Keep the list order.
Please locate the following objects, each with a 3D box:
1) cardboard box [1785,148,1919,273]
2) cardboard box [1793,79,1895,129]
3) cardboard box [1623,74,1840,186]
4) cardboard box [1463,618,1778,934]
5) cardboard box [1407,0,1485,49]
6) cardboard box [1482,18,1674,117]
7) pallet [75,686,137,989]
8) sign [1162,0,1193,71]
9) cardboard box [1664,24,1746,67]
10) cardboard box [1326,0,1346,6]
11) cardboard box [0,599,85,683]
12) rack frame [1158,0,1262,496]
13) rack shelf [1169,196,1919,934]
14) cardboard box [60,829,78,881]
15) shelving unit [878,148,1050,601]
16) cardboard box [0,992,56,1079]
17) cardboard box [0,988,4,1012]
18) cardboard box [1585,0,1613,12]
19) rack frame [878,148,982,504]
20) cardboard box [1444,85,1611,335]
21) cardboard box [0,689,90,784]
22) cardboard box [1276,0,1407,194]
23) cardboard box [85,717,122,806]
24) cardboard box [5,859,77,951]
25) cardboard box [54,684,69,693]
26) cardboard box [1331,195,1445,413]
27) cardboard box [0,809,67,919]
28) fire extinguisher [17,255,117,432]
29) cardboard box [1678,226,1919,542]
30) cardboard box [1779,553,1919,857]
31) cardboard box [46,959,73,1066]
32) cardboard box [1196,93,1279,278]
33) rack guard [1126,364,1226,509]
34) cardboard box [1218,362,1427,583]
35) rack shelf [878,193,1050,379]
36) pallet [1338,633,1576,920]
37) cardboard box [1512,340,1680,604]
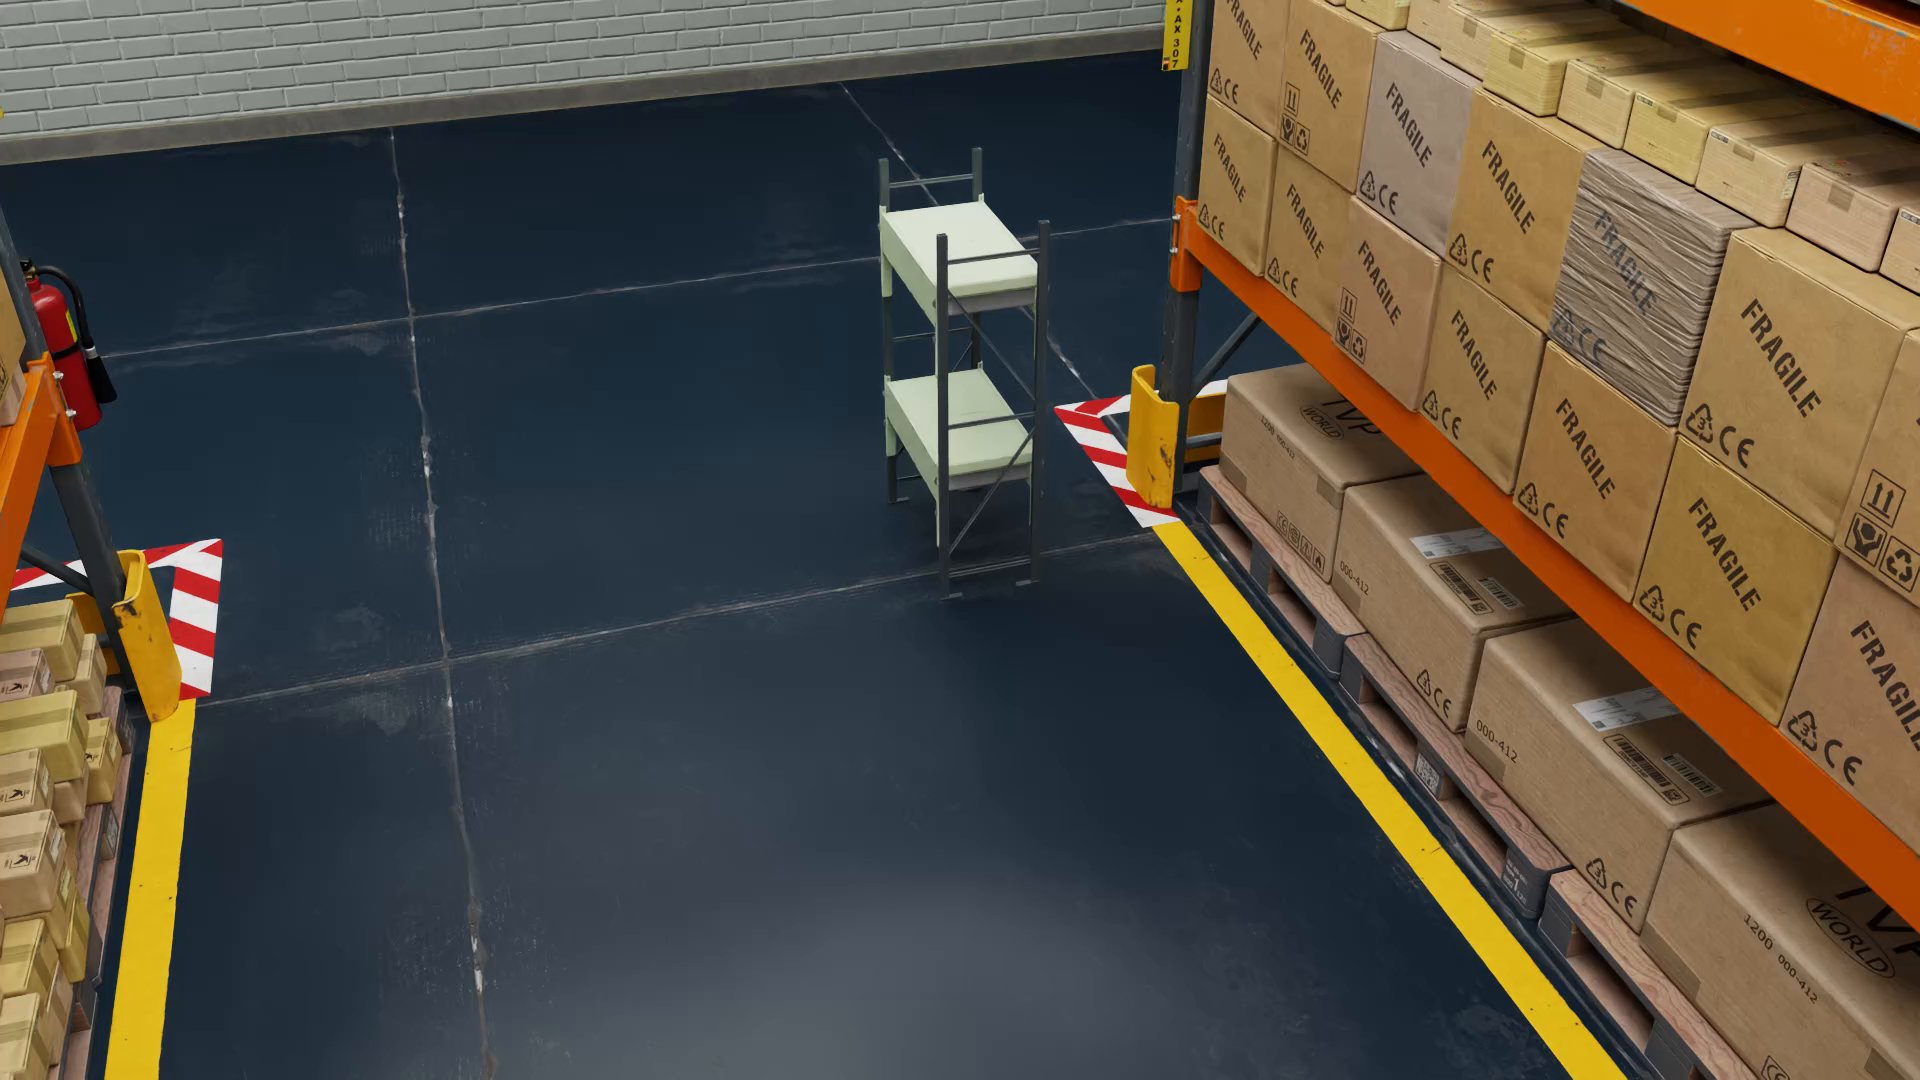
[{"bbox_3d":[1.999,-0.704,3.508,0.380,0.149,0.250,-10,35,-15],"label":"cardboard box"},{"bbox_3d":[2.247,-1.048,4.029,0.380,0.149,0.250,-10,35,-15],"label":"cardboard box"},{"bbox_3d":[1.807,-0.966,3.905,0.380,0.149,0.250,-11,35,-16],"label":"cardboard box"},{"bbox_3d":[2.171,0.629,5.020,0.875,0.438,0.875,-11,35,-16],"label":"cardboard box"},{"bbox_3d":[1.504,-1.498,4.710,0.380,0.149,0.250,-10,35,-14],"label":"cardboard box"},{"bbox_3d":[1.591,-1.222,4.293,0.380,0.149,0.250,-11,35,-16],"label":"cardboard box"},{"bbox_3d":[-3.132,0.974,5.084,1.003,0.211,1.213,-10,35,-15],"label":"pallet"},{"bbox_3d":[0.783,-1.851,5.973,0.100,0.325,0.005,-10,35,-15],"label":"sign"},{"bbox_3d":[2.117,-1.320,4.441,0.380,0.149,0.250,-9,34,-13],"label":"cardboard box"},{"bbox_3d":[1.276,-1.762,5.110,0.380,0.149,0.250,-9,34,-13],"label":"cardboard box"},{"bbox_3d":[-2.967,0.340,5.180,0.380,0.149,0.250,-10,35,-14],"label":"cardboard box"},{"bbox_3d":[1.314,-1.547,6.370,1.000,3.000,0.127,-10,35,-15],"label":"rack frame"},{"bbox_3d":[1.924,-0.197,4.979,1.077,0.370,4.000,-10,35,-15],"label":"rack shelf"},{"bbox_3d":[-2.749,0.993,4.732,0.380,0.149,0.250,-10,35,-14],"label":"cardboard box"},{"bbox_3d":[0.002,-0.622,6.331,0.431,1.500,0.755,-10,35,-15],"label":"shelving unit"},{"bbox_3d":[-2.435,1.278,4.031,0.380,0.149,0.250,-10,35,-14],"label":"cardboard box"},{"bbox_3d":[-2.510,1.164,3.933,0.380,0.149,0.250,-10,35,-14],"label":"cardboard box"},{"bbox_3d":[1.923,-1.583,4.838,0.380,0.149,0.250,-10,35,-15],"label":"cardboard box"},{"bbox_3d":[-0.110,-0.814,6.622,0.400,1.500,0.023,-10,35,-15],"label":"rack frame"},{"bbox_3d":[1.670,-0.905,4.401,0.500,0.500,0.500,-10,35,-15],"label":"cardboard box"},{"bbox_3d":[-2.745,0.596,4.792,0.380,0.149,0.250,-11,35,-16],"label":"cardboard box"},{"bbox_3d":[1.353,-1.436,5.204,0.500,0.500,0.500,-11,35,-16],"label":"cardboard box"},{"bbox_3d":[-2.836,0.712,5.156,0.380,0.149,0.250,-9,35,-13],"label":"cardboard box"},{"bbox_3d":[-2.606,1.000,4.451,0.380,0.149,0.250,-10,35,-14],"label":"cardboard box"},{"bbox_3d":[-2.908,0.604,5.050,0.380,0.149,0.250,-11,35,-16],"label":"cardboard box"},{"bbox_3d":[1.505,-0.757,5.085,0.500,0.500,0.500,-10,35,-15],"label":"cardboard box"},{"bbox_3d":[-2.591,0.874,4.371,0.380,0.149,0.250,-9,34,-13],"label":"cardboard box"},{"bbox_3d":[-3.007,-0.683,5.472,0.296,0.674,0.183,-10,35,-15],"label":"fire extinguisher"},{"bbox_3d":[1.980,-0.375,3.599,0.500,0.500,0.500,-11,35,-15],"label":"cardboard box"},{"bbox_3d":[2.149,0.311,3.468,0.500,0.500,0.500,-10,35,-14],"label":"cardboard box"},{"bbox_3d":[-2.548,1.263,4.323,0.380,0.149,0.250,-9,35,-14],"label":"cardboard box"},{"bbox_3d":[1.187,-1.288,5.888,0.500,0.500,0.500,-10,35,-15],"label":"cardboard box"},{"bbox_3d":[1.306,-0.517,7.078,1.175,0.500,0.348,-10,35,-15],"label":"rack guard"},{"bbox_3d":[1.610,-0.323,6.462,0.875,0.438,0.875,-11,35,-16],"label":"cardboard box"},{"bbox_3d":[0.002,-0.948,6.116,0.431,0.370,0.720,-10,35,-15],"label":"rack shelf"},{"bbox_3d":[2.001,0.663,5.556,1.003,0.211,1.213,-10,35,-15],"label":"pallet"},{"bbox_3d":[1.819,-0.220,4.271,0.500,0.500,0.500,-11,35,-15],"label":"cardboard box"}]
